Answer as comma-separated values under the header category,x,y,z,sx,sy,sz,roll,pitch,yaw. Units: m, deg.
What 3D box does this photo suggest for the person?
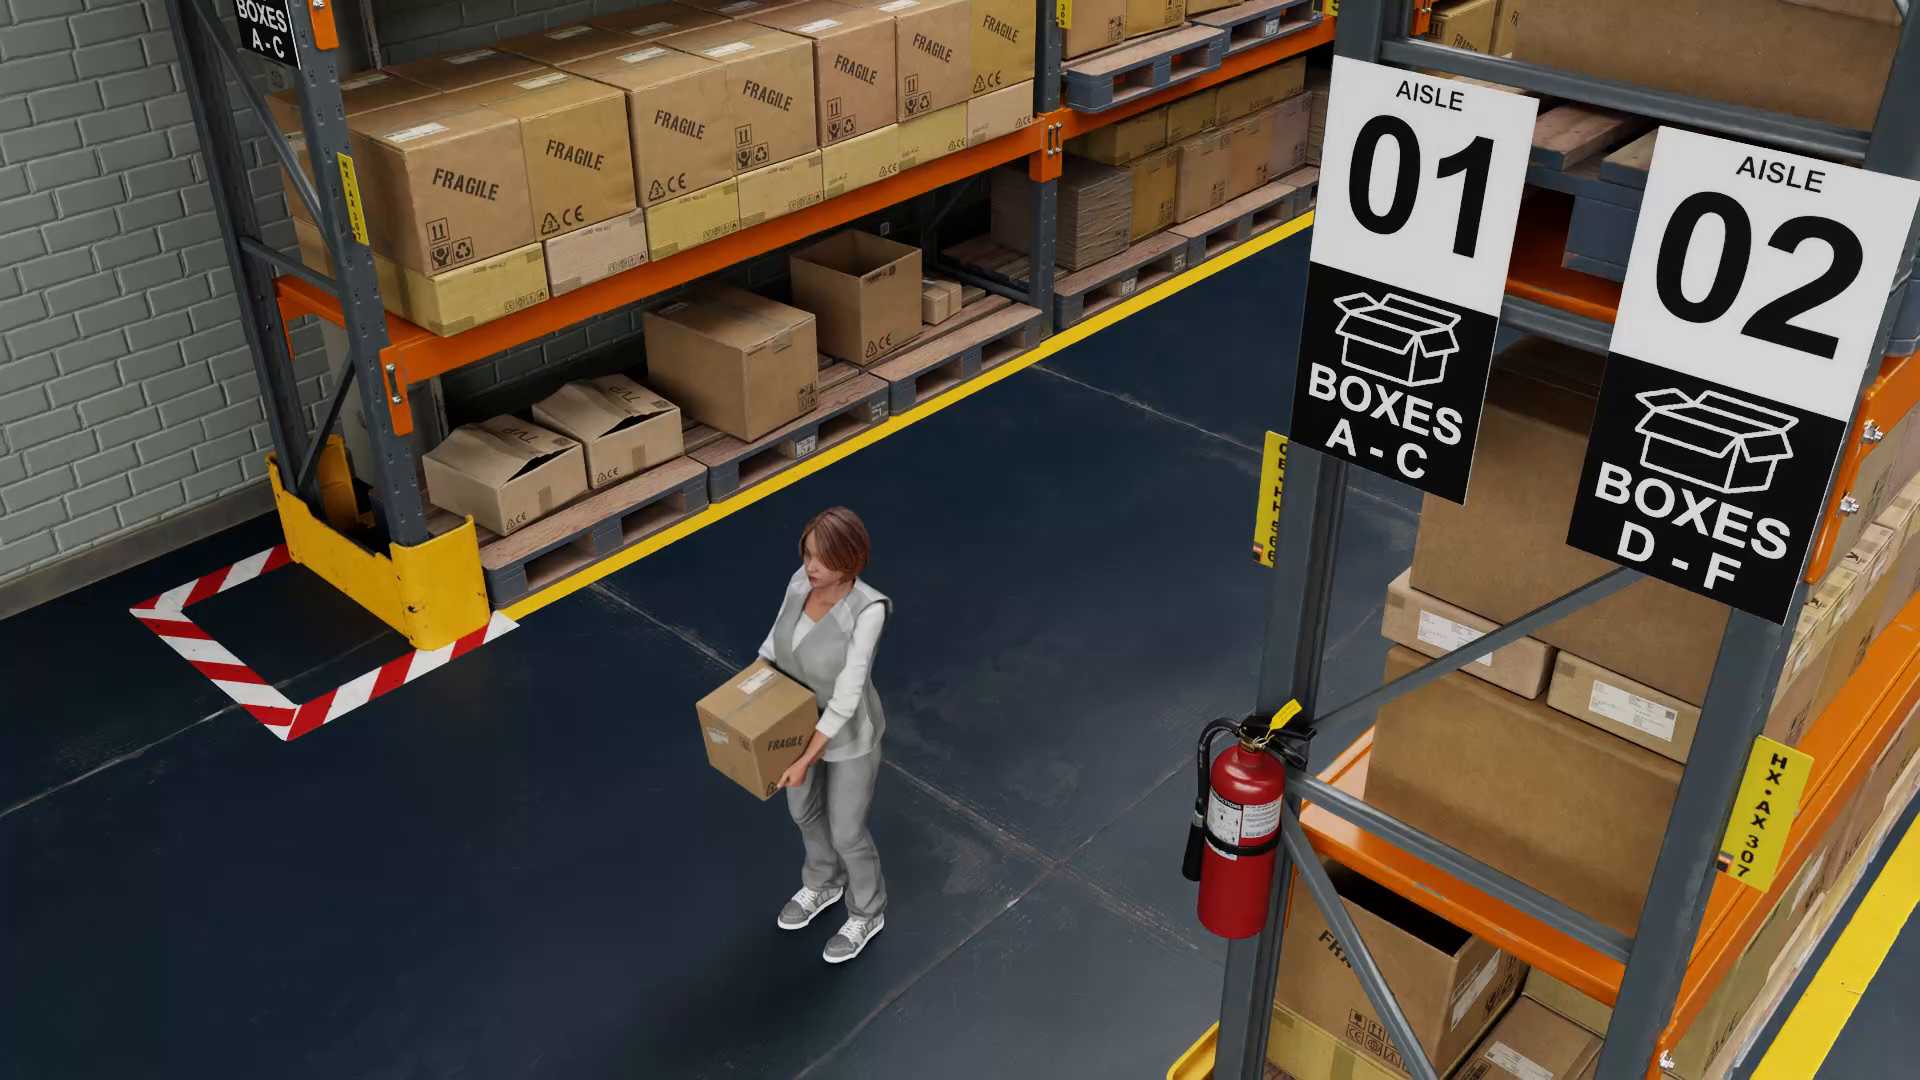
category,x,y,z,sx,sy,sz,roll,pitch,yaw
person,-0.462,0.639,5.118,0.405,1.594,0.489,26,40,36
